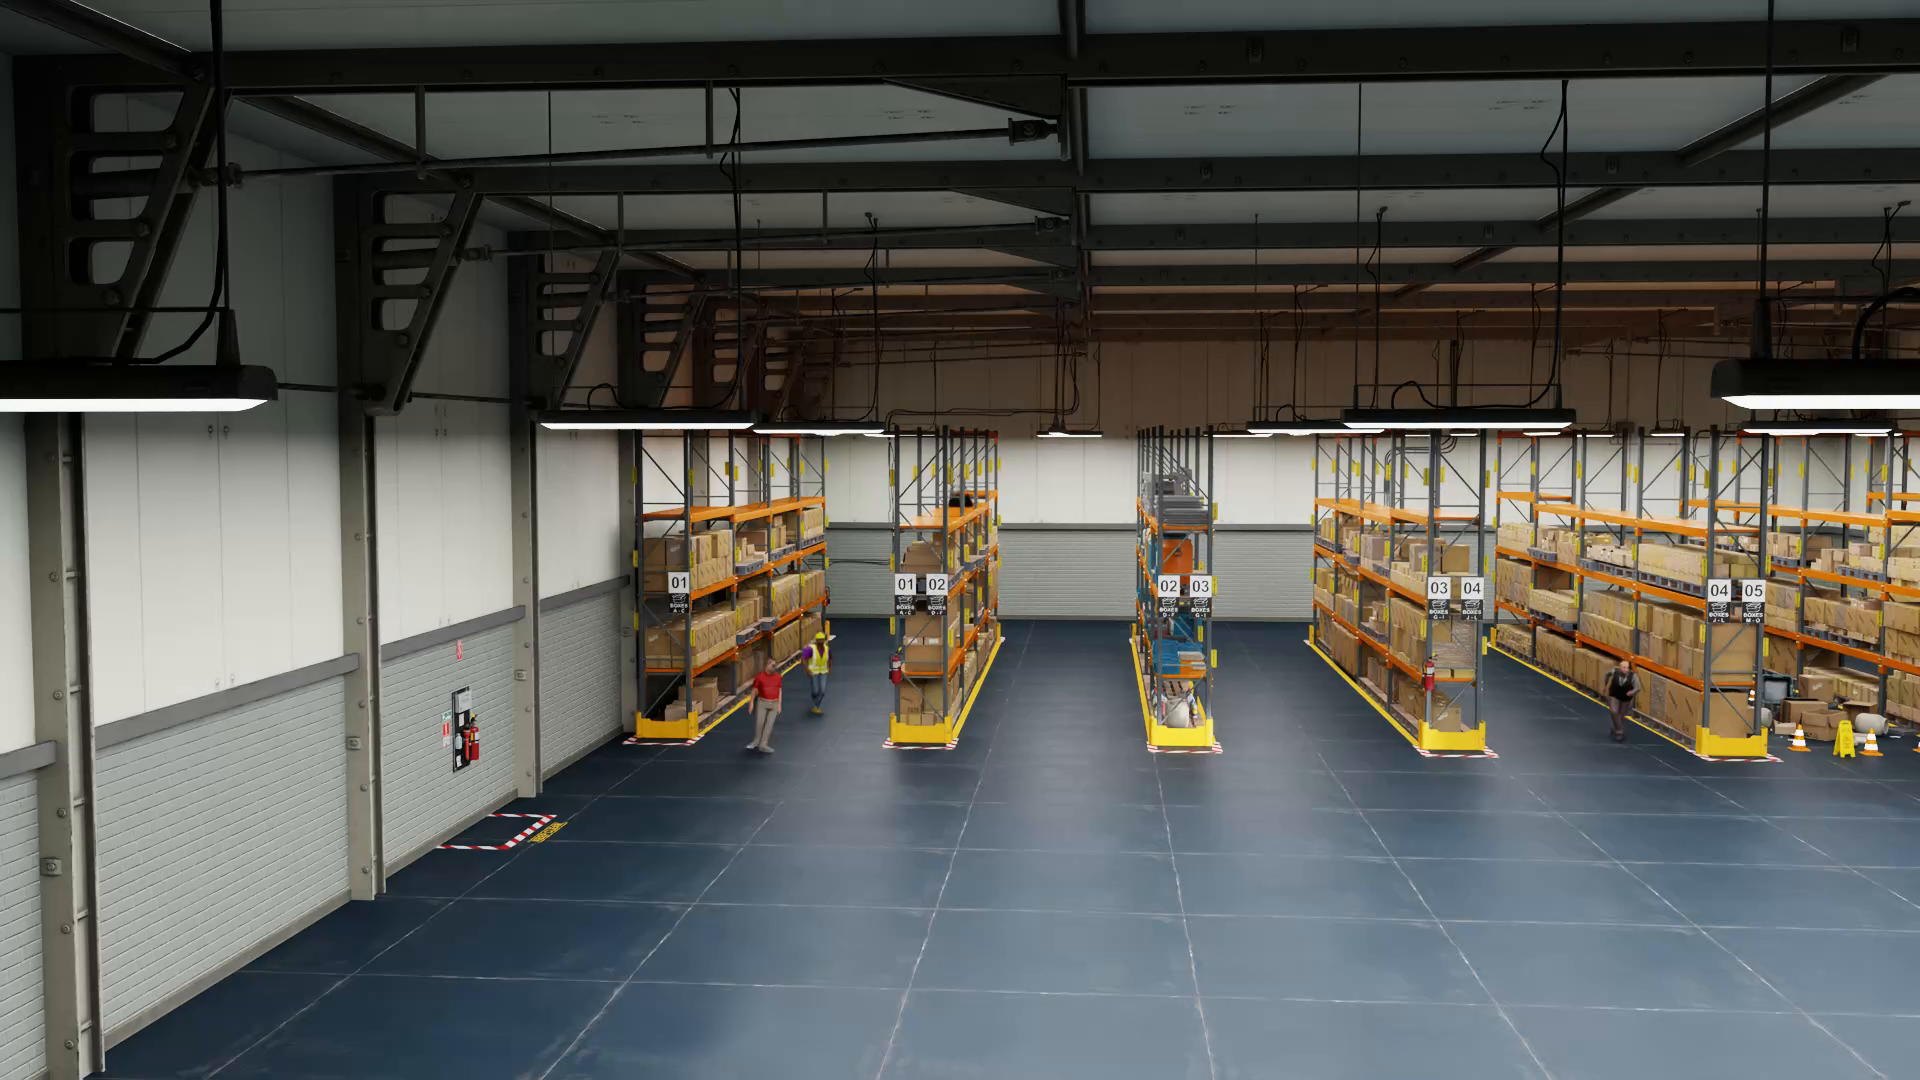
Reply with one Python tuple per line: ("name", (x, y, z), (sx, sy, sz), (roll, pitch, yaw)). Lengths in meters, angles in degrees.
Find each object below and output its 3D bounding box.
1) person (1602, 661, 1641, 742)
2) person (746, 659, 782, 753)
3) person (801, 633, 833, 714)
("person", (12.601, 3.020, 31.688), (0.655, 1.537, 1.106), (1, 4, 16))
("person", (-3.587, 3.031, 30.450), (0.664, 1.714, 0.503), (-2, 4, -30))
("person", (-2.997, 2.779, 34.907), (0.699, 1.702, 0.589), (-1, 4, -21))
